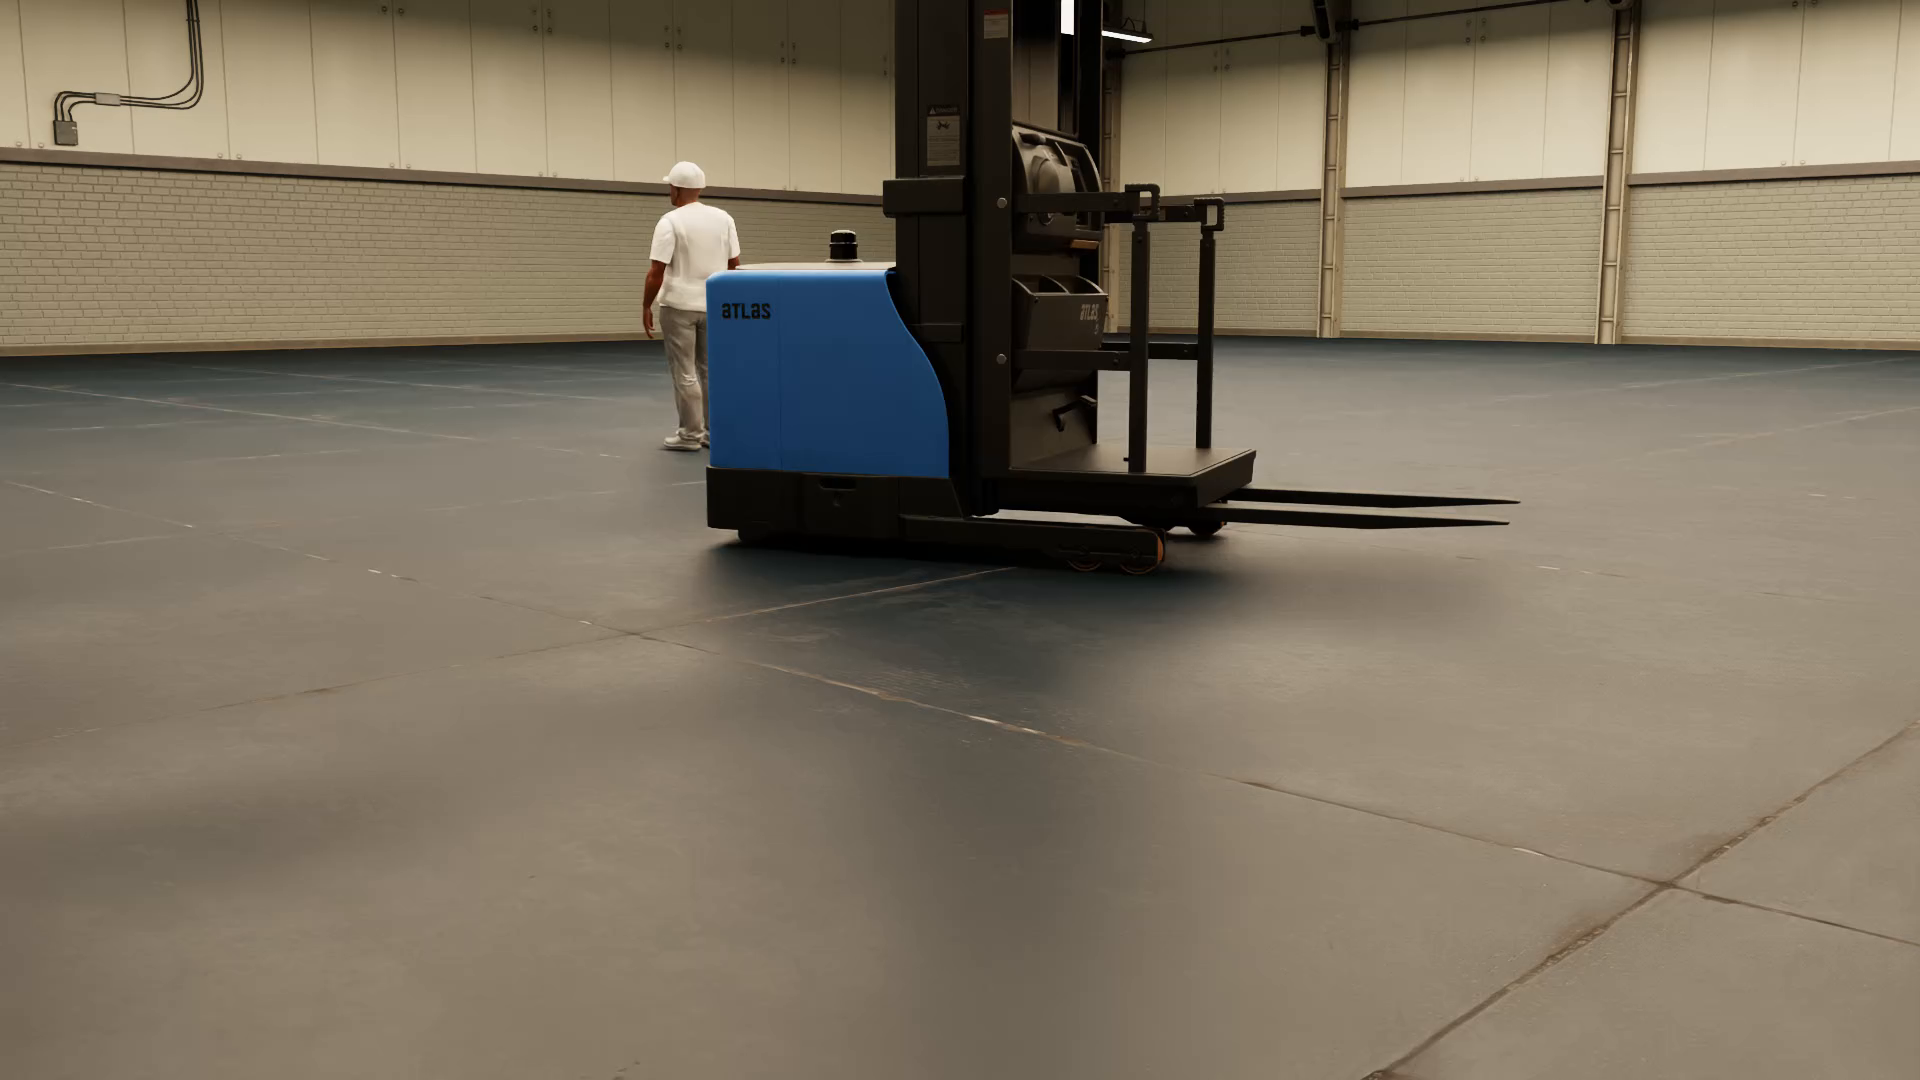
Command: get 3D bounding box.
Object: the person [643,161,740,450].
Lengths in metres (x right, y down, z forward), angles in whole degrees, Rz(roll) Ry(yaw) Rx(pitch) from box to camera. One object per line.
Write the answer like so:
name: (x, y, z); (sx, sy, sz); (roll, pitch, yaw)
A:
person: (-1.714, -1.451, 10.374); (0.666, 1.765, 0.576); (-7, 11, -40)

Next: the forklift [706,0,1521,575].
forklift: (0.565, -1.416, 6.275); (3.031, 2.935, 1.130); (3, 9, 22)
